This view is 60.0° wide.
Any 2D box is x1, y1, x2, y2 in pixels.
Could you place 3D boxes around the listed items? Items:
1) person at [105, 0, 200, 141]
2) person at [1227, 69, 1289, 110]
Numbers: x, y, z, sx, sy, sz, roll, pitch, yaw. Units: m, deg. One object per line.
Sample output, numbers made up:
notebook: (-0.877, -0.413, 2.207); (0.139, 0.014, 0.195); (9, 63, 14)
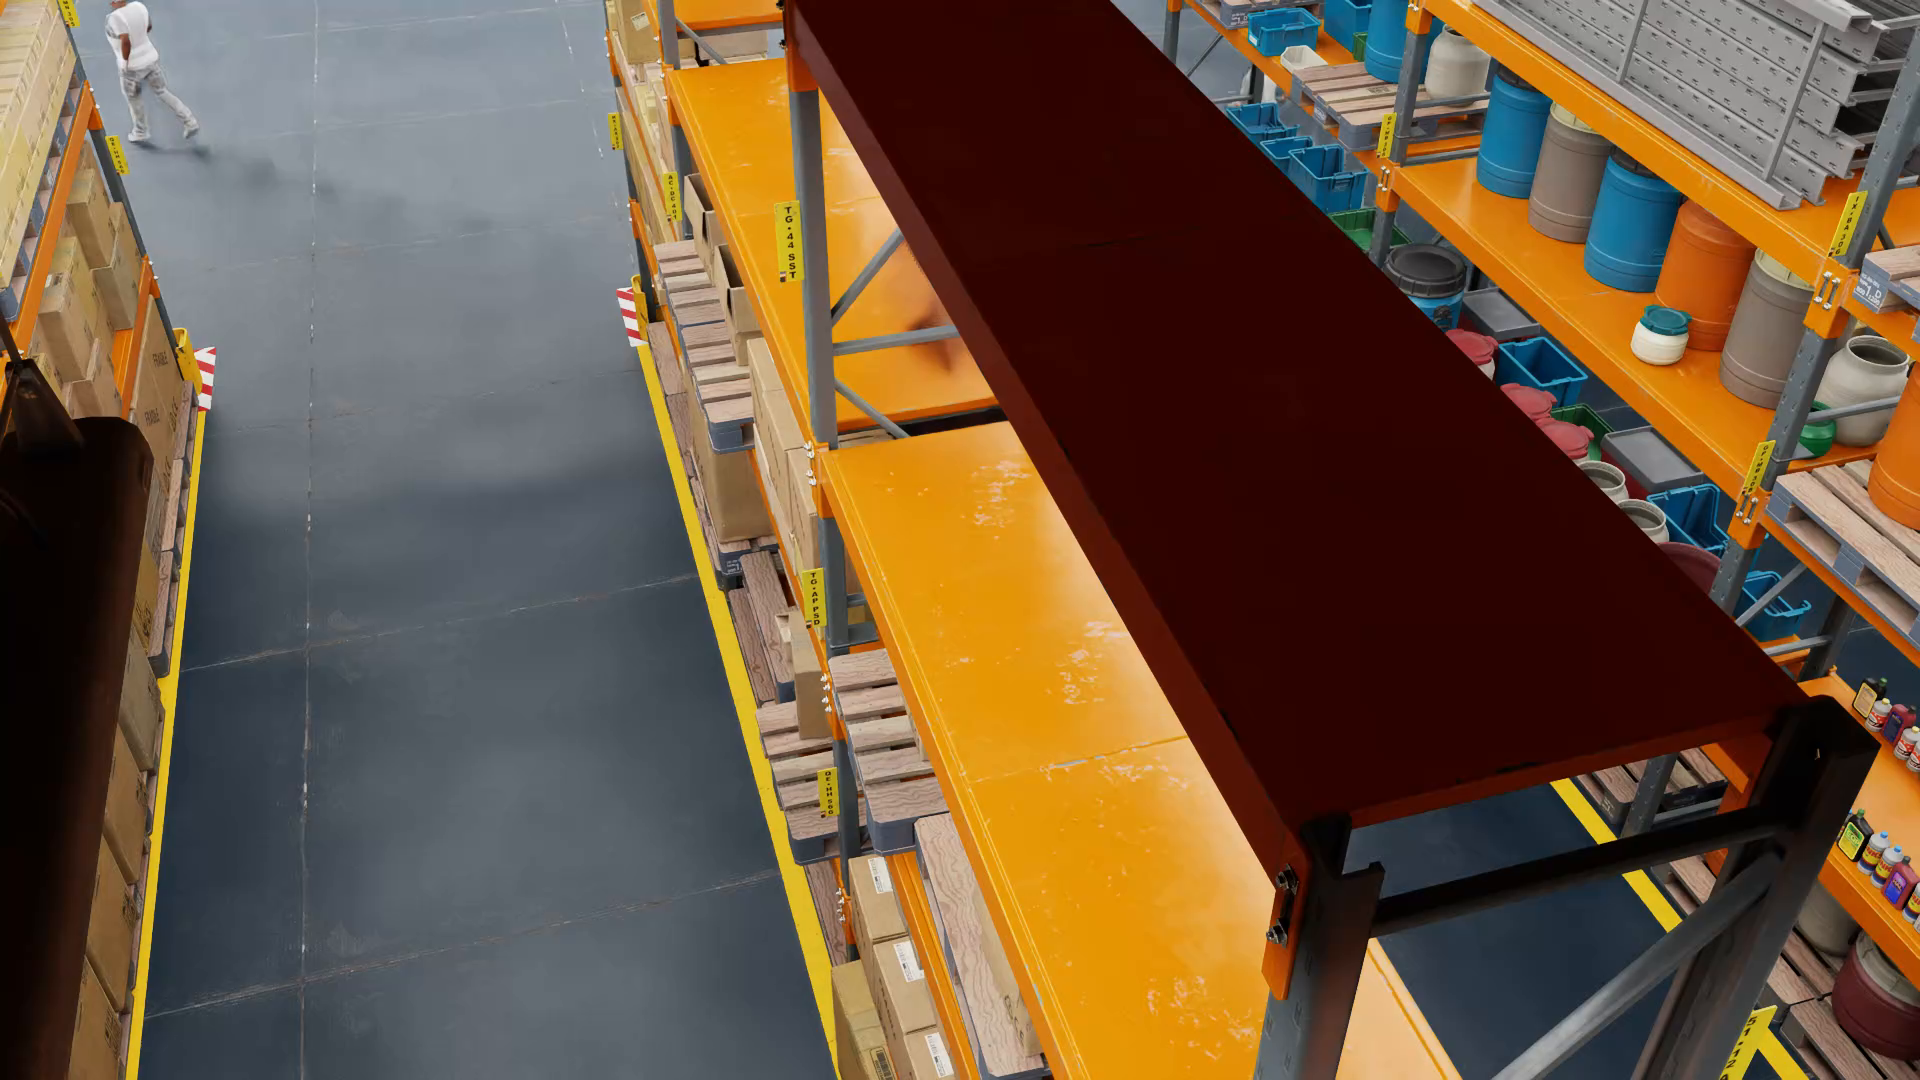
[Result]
person: (-8.741, -5.085, 17.760); (0.944, 1.792, 0.695); (14, 40, 17)
person: (2.962, -4.325, 16.875); (0.632, 1.715, 0.700); (23, 44, 26)
